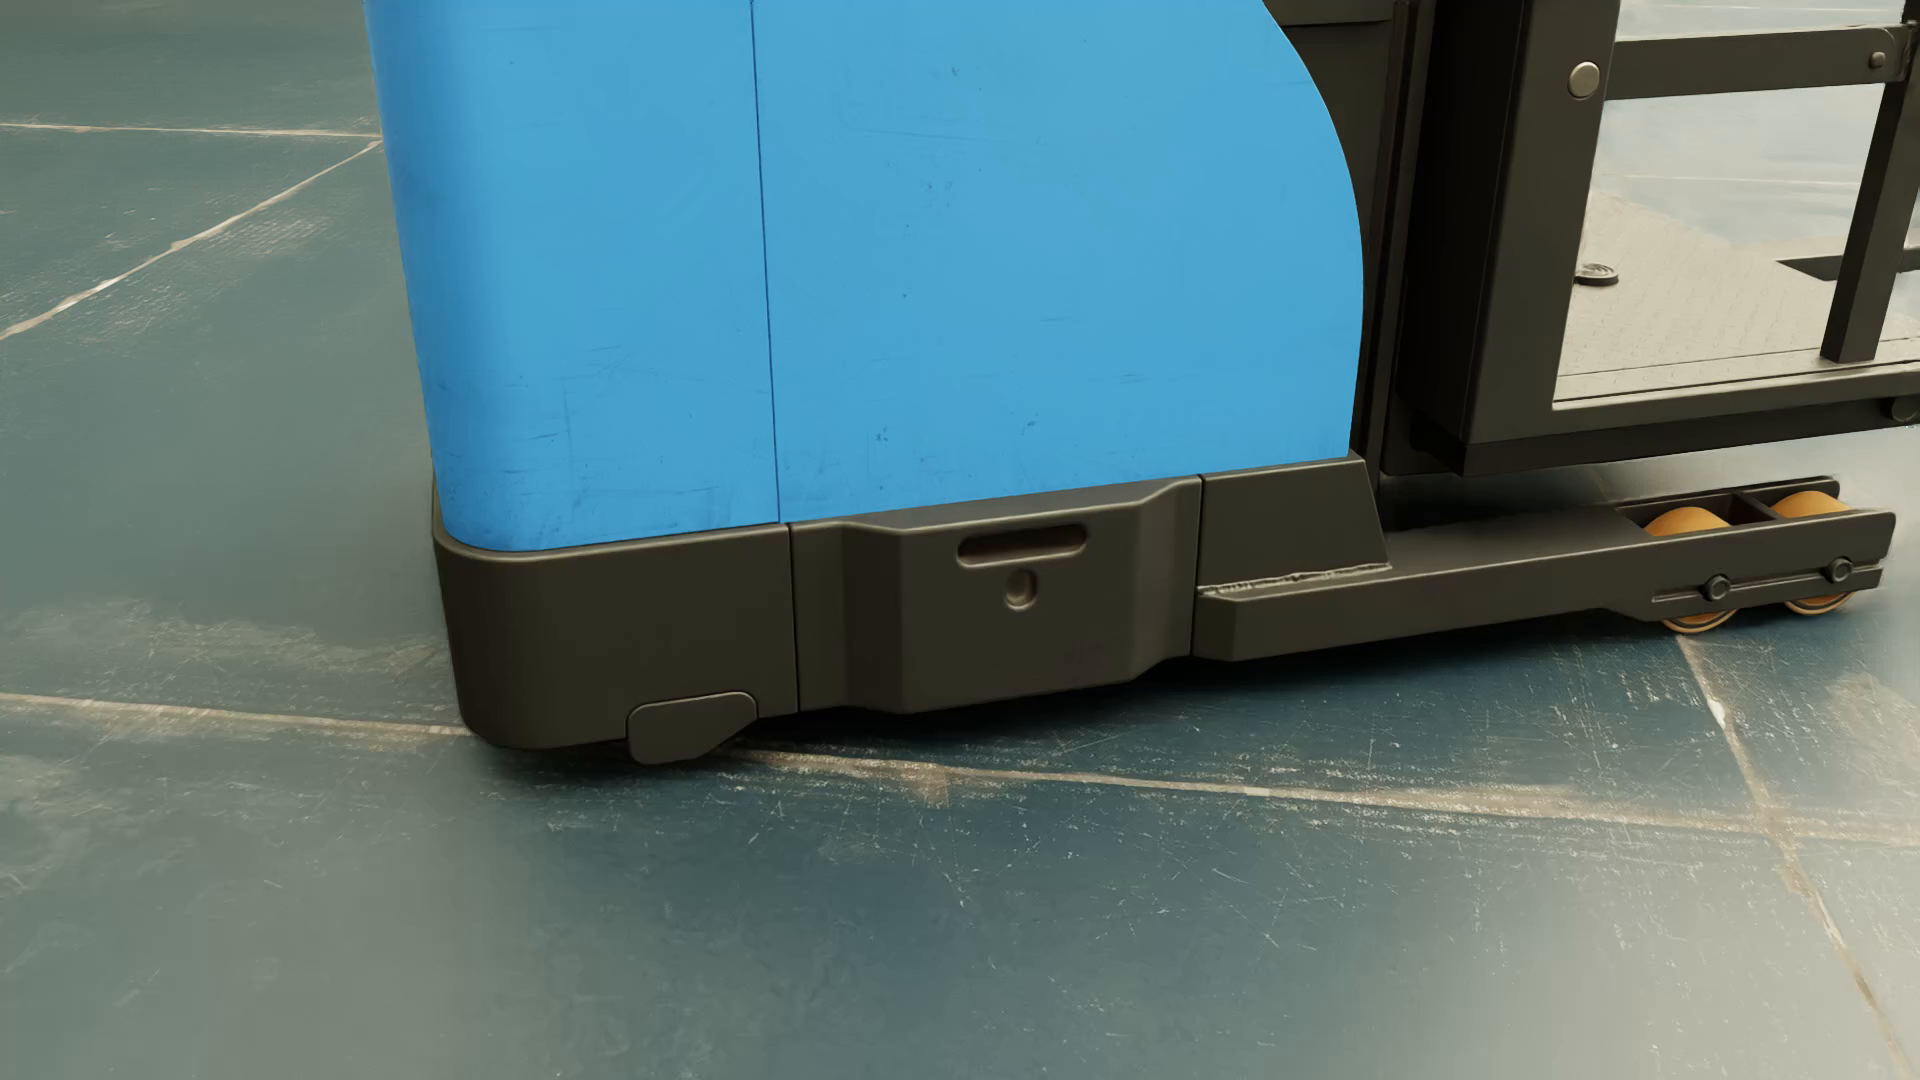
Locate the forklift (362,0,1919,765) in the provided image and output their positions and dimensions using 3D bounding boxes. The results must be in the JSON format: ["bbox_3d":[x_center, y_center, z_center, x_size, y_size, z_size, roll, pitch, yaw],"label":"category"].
[{"bbox_3d":[0.768,-1.406,2.035,3.031,2.935,1.130,-7,27,-14],"label":"forklift"}]
